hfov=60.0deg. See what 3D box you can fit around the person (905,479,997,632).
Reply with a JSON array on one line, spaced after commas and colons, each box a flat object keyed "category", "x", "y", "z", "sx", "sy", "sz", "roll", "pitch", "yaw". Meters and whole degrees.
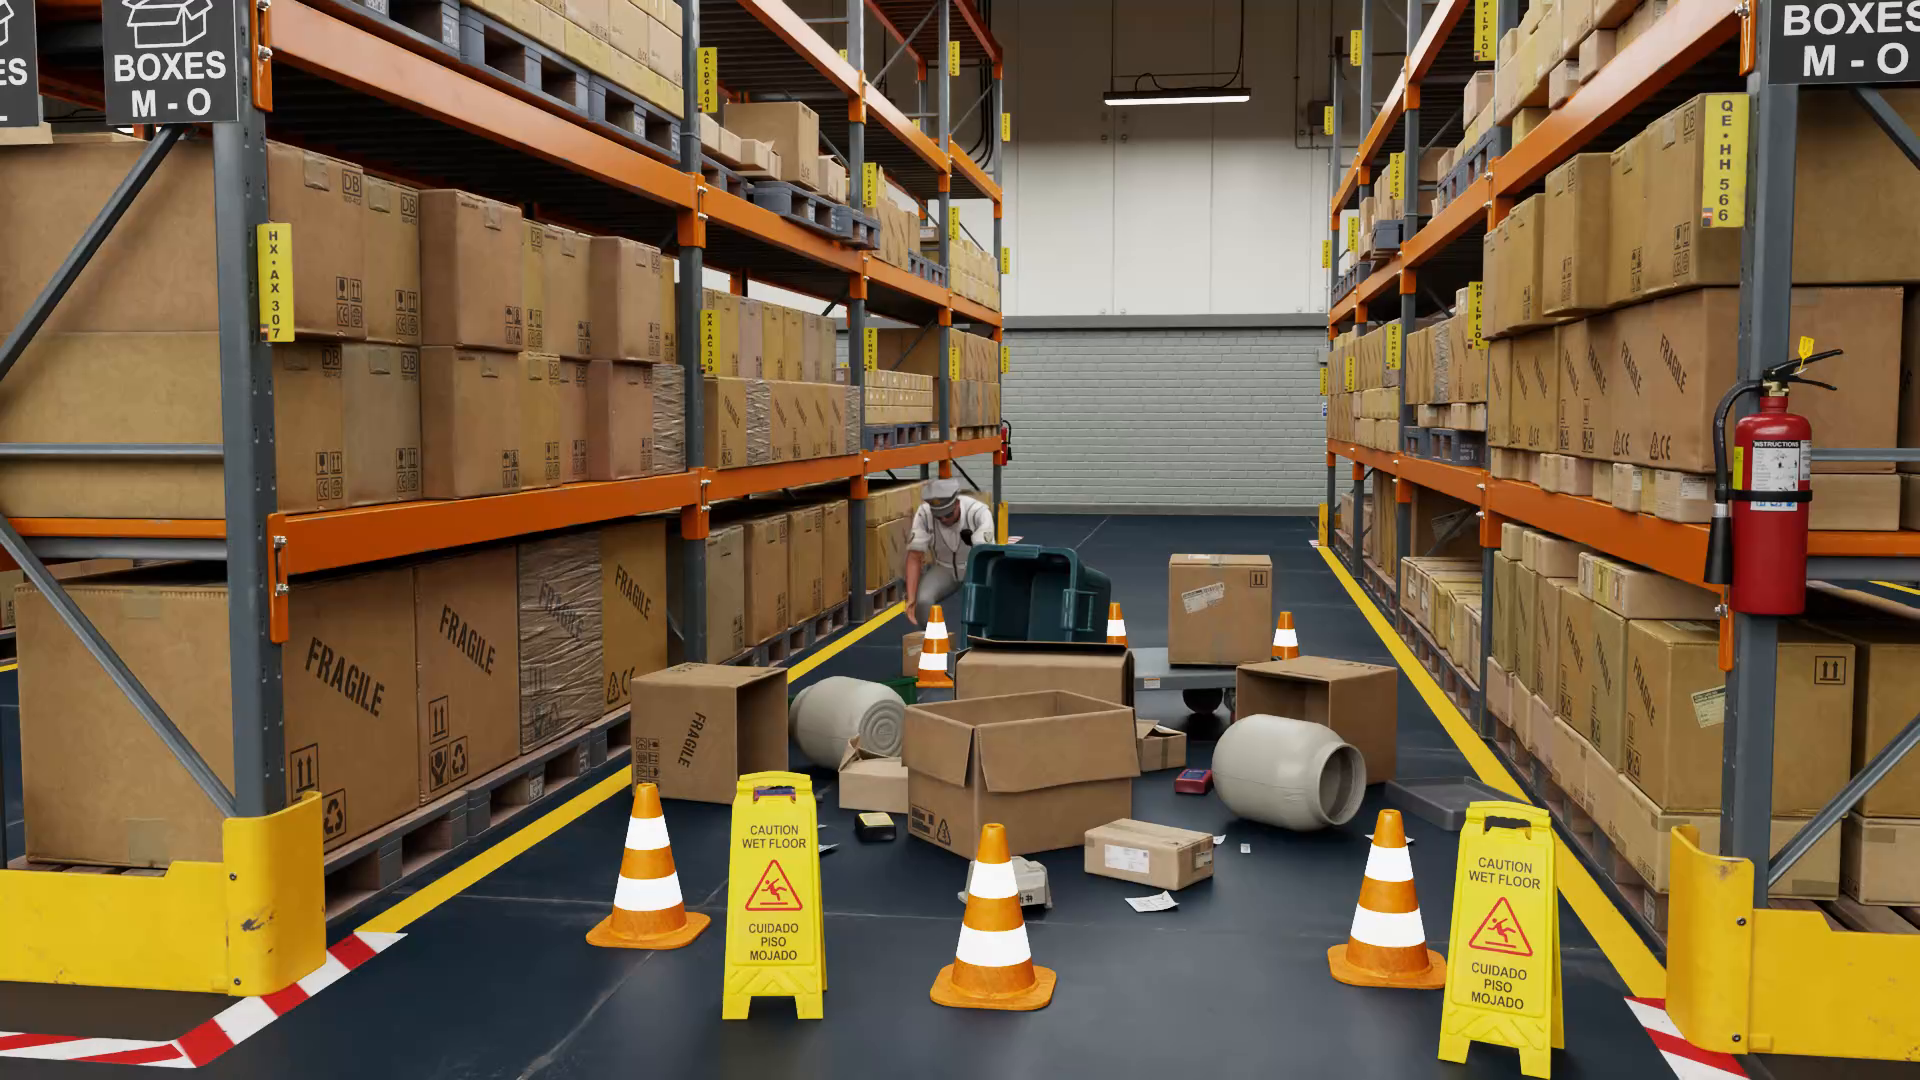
[{"category": "person", "x": -0.013, "y": 0.203, "z": 10.544, "sx": 0.577, "sy": 1.205, "sz": 0.900, "roll": 2, "pitch": 5, "yaw": 21}]
